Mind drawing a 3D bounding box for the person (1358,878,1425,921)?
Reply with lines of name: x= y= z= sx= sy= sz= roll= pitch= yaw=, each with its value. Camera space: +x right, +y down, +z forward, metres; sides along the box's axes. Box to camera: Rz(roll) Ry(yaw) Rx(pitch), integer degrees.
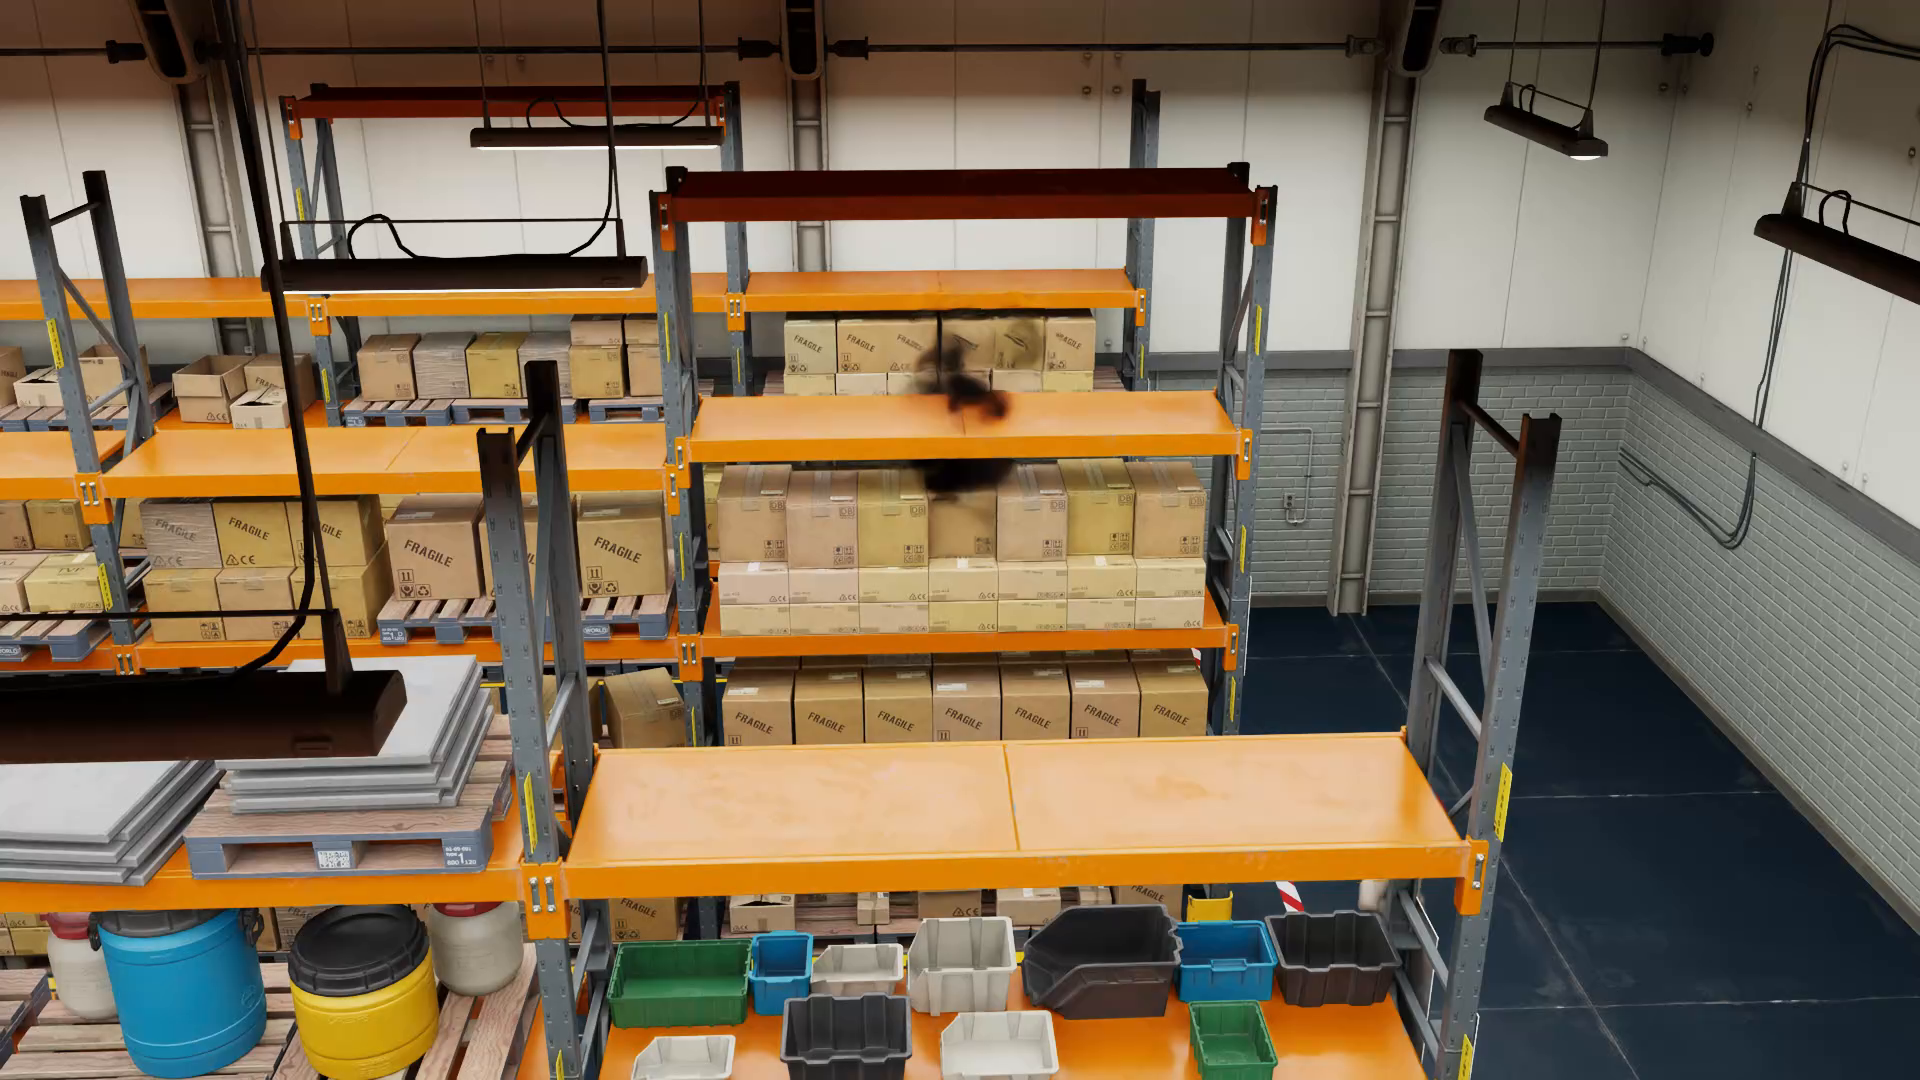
person: x=3.323 y=2.442 z=12.793 sx=0.683 sy=1.563 sz=0.744 roll=14 pitch=26 yaw=31
